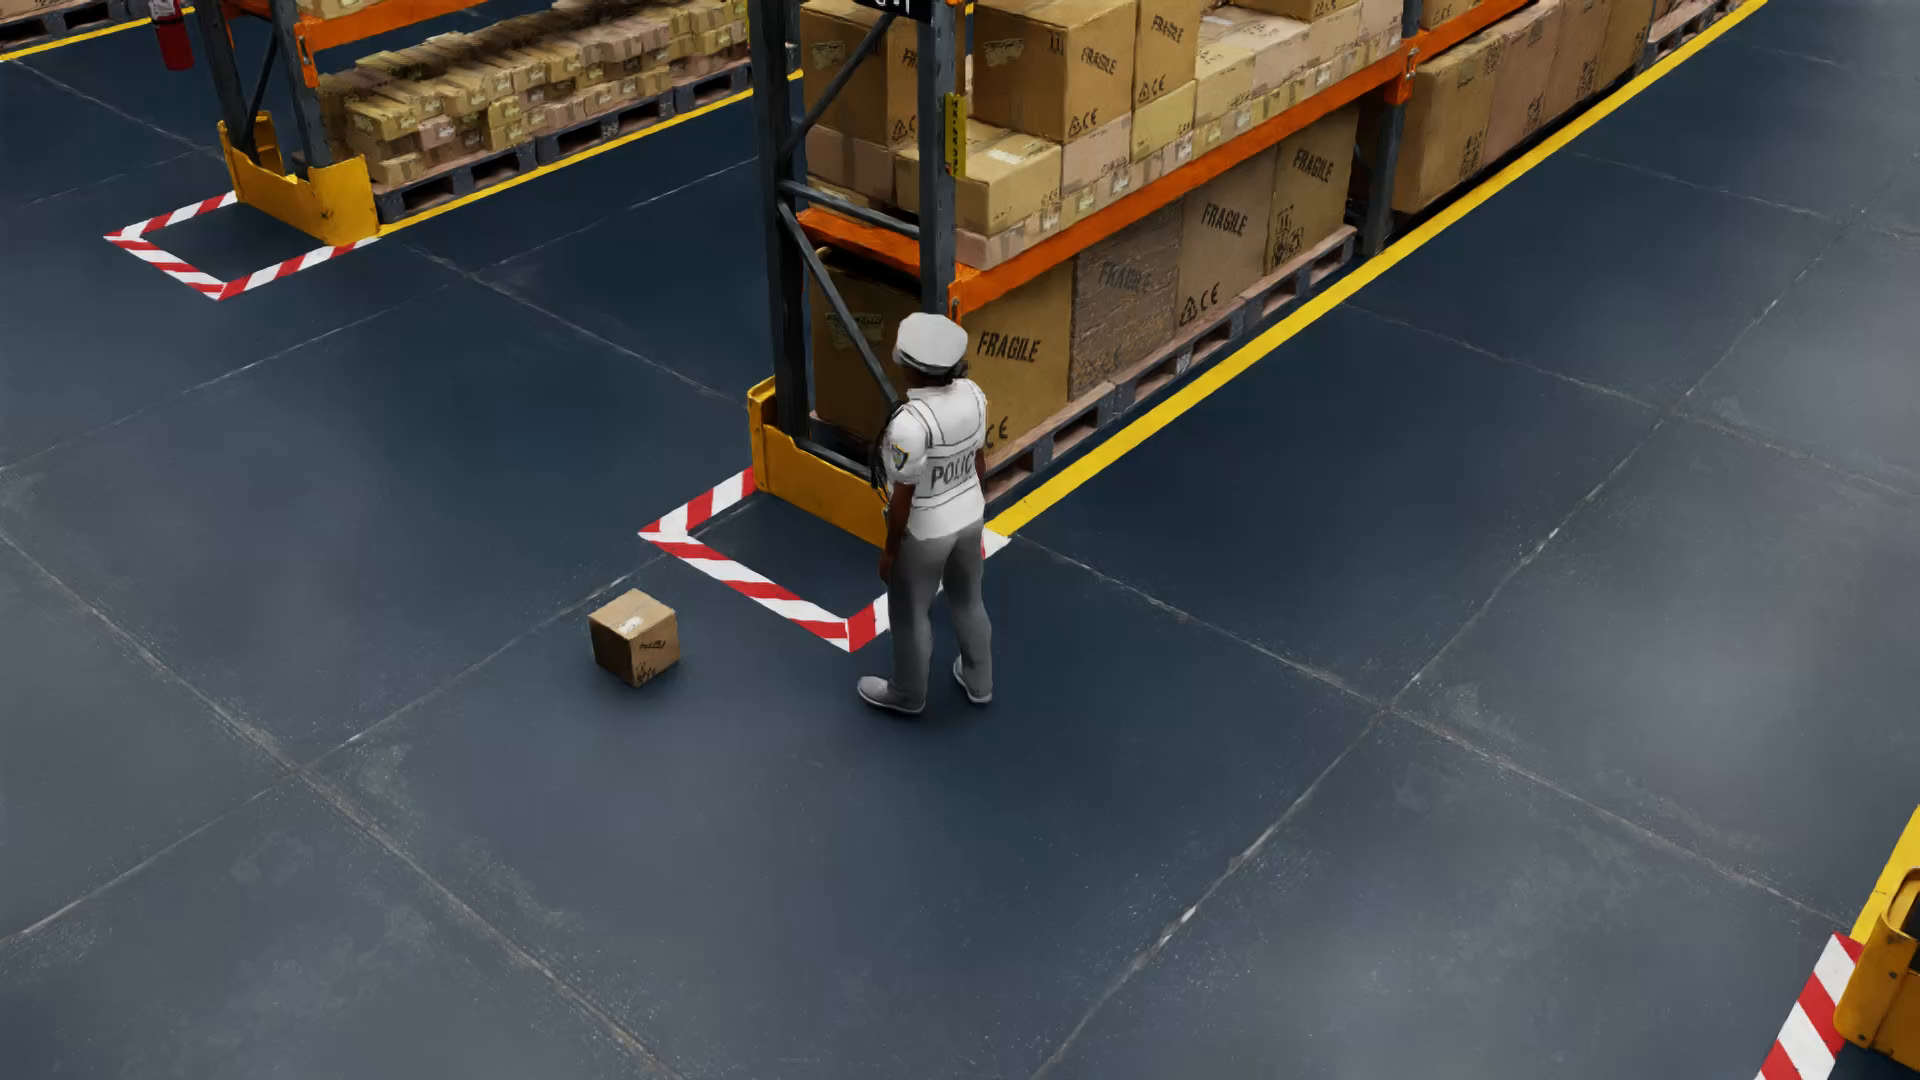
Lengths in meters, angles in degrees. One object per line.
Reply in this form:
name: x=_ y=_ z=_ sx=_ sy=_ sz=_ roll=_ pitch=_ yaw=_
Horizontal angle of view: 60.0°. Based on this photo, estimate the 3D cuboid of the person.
person: x=-0.117 y=-0.070 z=6.199 sx=0.441 sy=1.681 sz=0.524 roll=28 pitch=44 yaw=34
